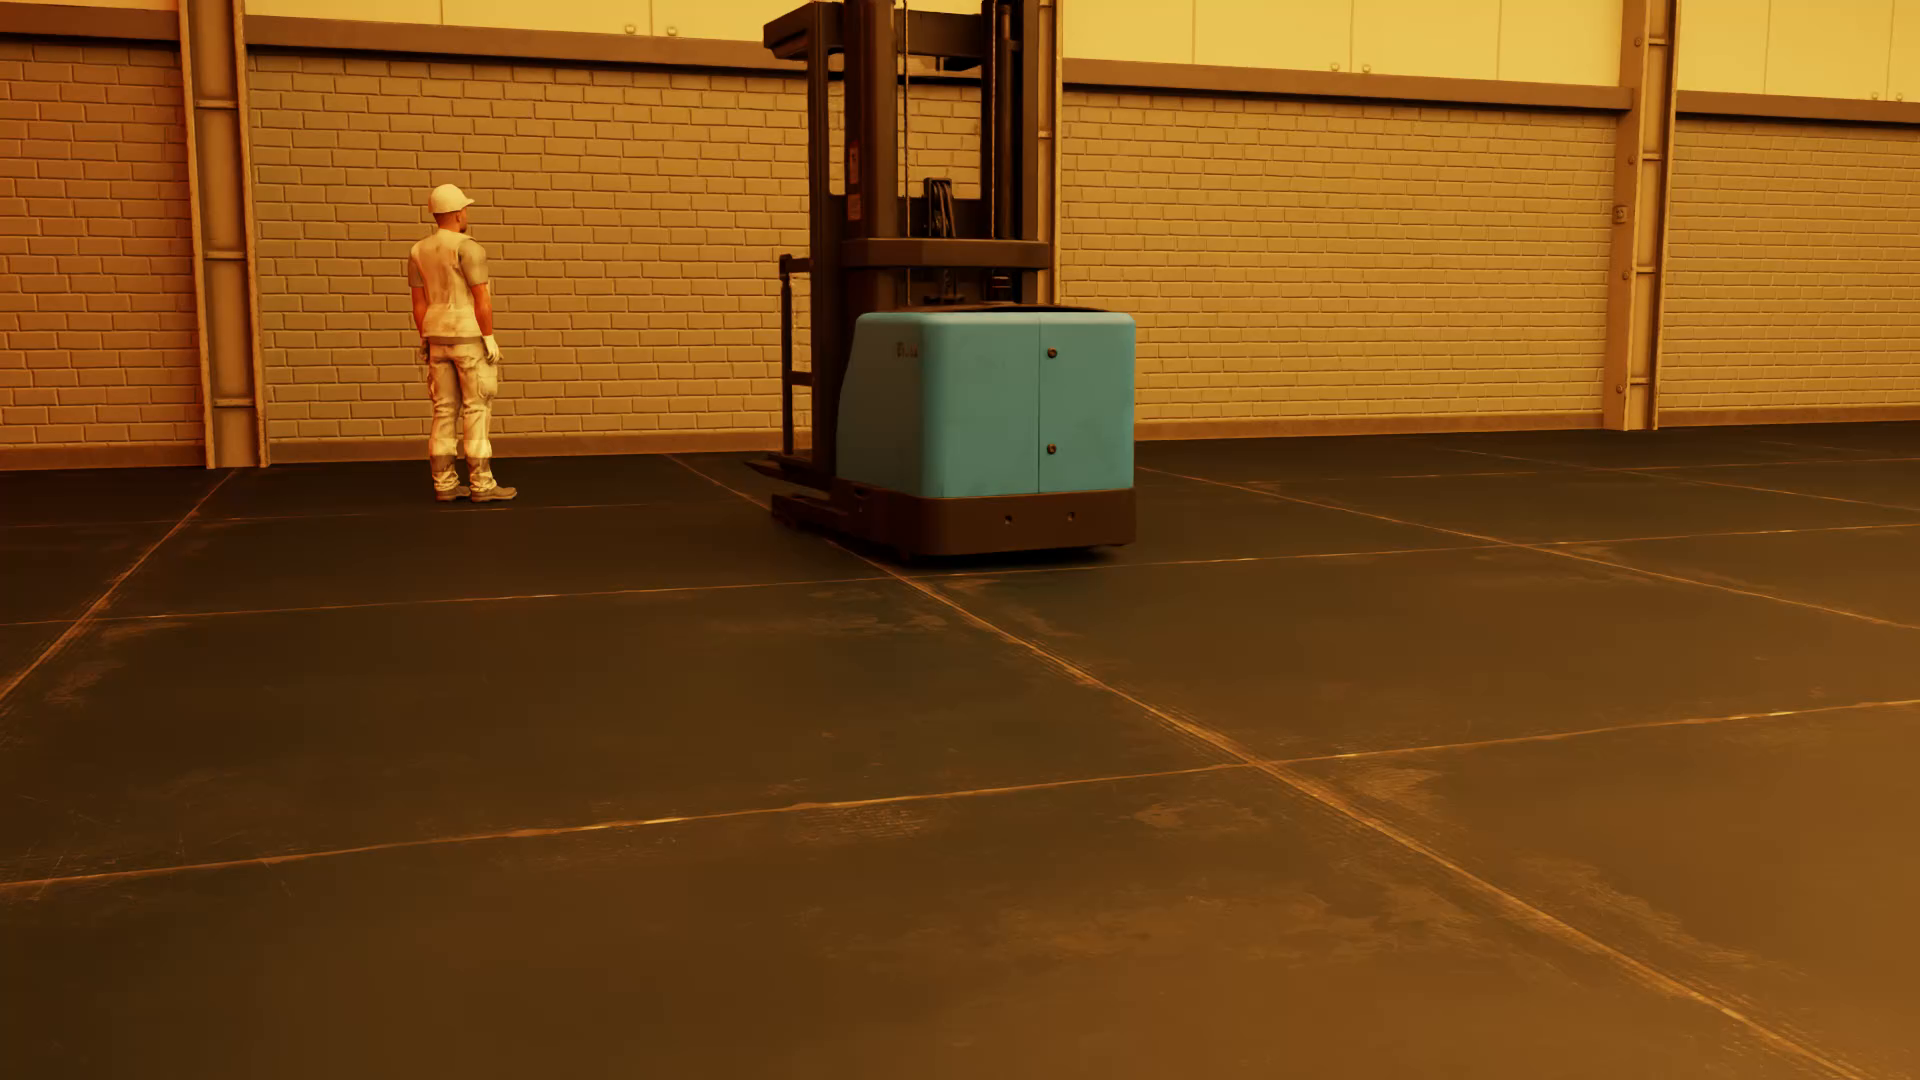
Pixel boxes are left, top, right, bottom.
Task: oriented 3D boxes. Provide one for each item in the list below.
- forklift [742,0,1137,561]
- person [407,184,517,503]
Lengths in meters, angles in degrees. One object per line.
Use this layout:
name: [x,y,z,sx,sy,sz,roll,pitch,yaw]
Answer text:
forklift: [-0.311,-1.524,8.256,1.130,2.935,3.031,-4,9,-25]
person: [-2.858,-1.119,9.513,0.535,1.794,0.374,3,8,21]
